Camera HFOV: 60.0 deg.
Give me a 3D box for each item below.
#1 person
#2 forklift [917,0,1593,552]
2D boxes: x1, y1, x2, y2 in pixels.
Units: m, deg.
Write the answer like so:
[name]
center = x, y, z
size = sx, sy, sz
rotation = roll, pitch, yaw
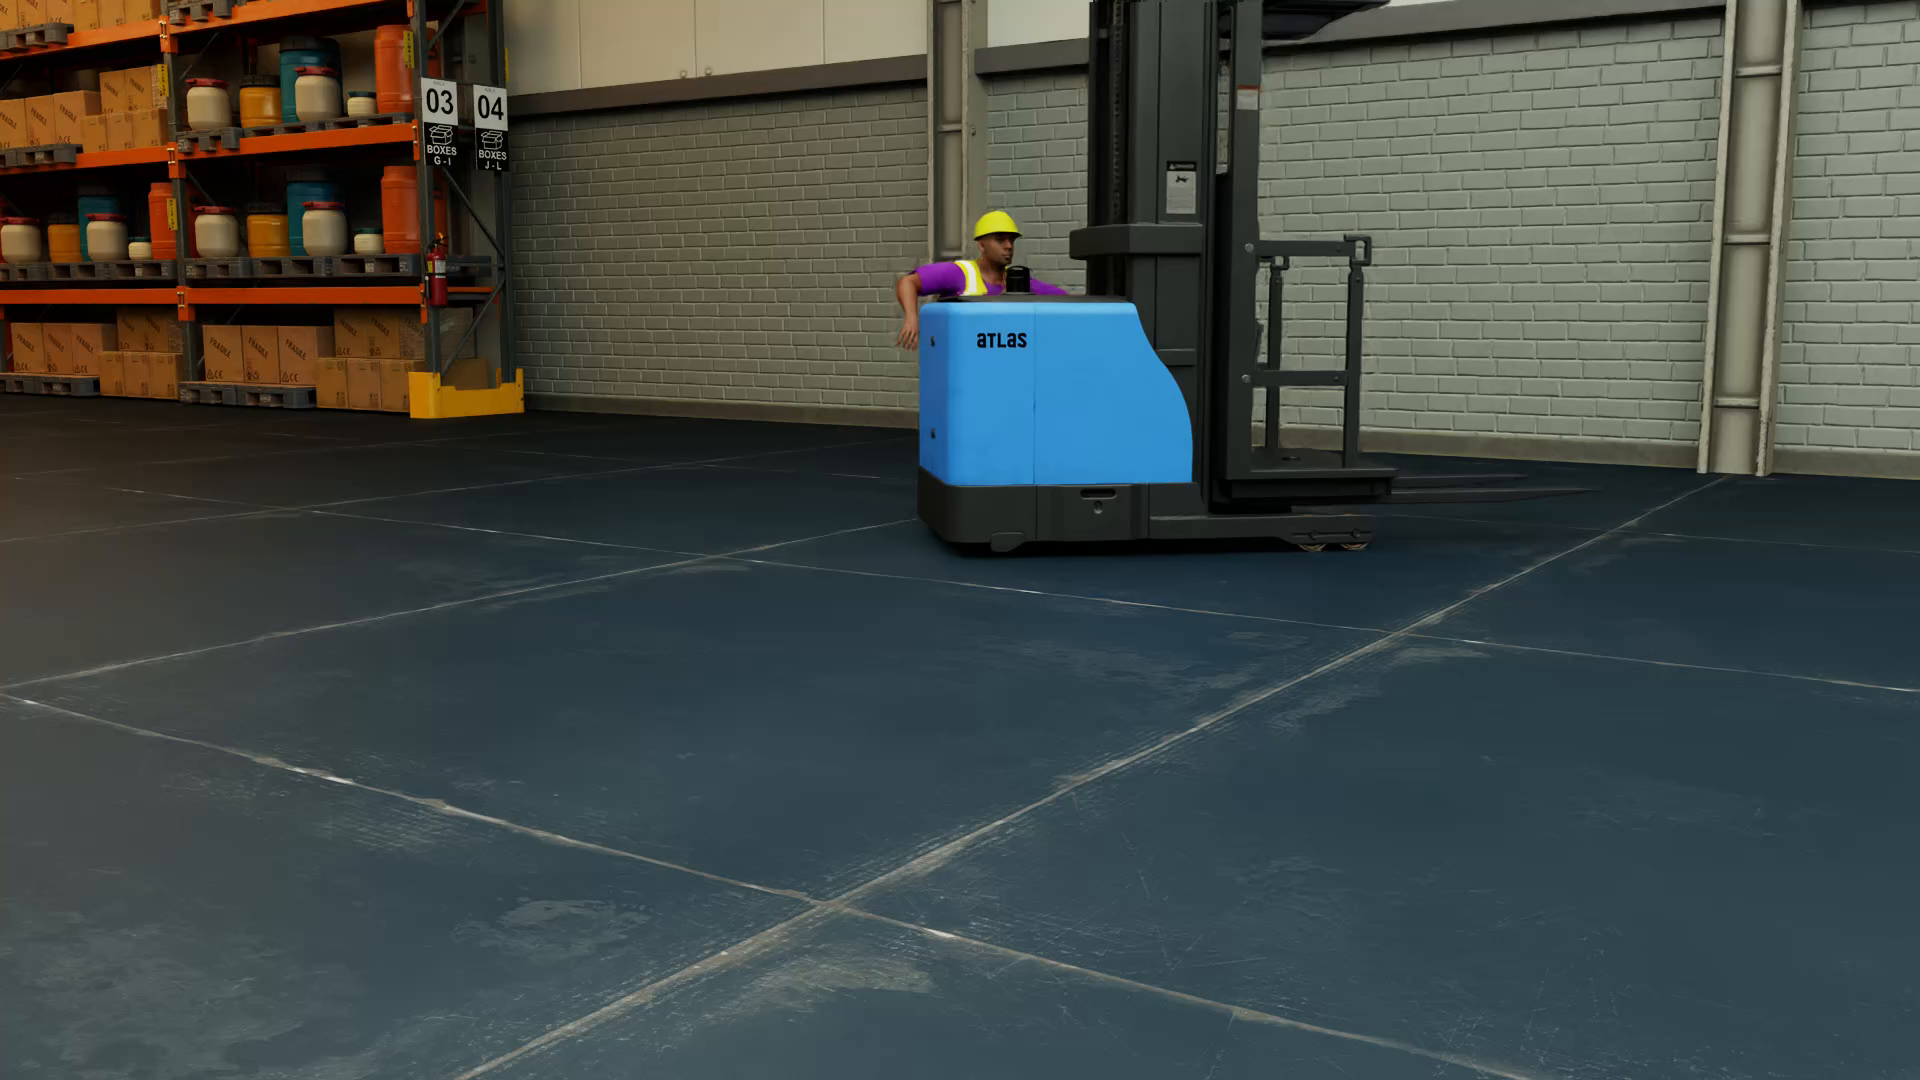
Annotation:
[person]
center = 0.215, -0.854, 8.096
size = 1.108, 1.491, 0.863
rotation = -6, 10, -35
[forklift]
center = 1.360, -1.472, 7.541
size = 3.031, 2.935, 1.130
rotation = -1, 8, -9
